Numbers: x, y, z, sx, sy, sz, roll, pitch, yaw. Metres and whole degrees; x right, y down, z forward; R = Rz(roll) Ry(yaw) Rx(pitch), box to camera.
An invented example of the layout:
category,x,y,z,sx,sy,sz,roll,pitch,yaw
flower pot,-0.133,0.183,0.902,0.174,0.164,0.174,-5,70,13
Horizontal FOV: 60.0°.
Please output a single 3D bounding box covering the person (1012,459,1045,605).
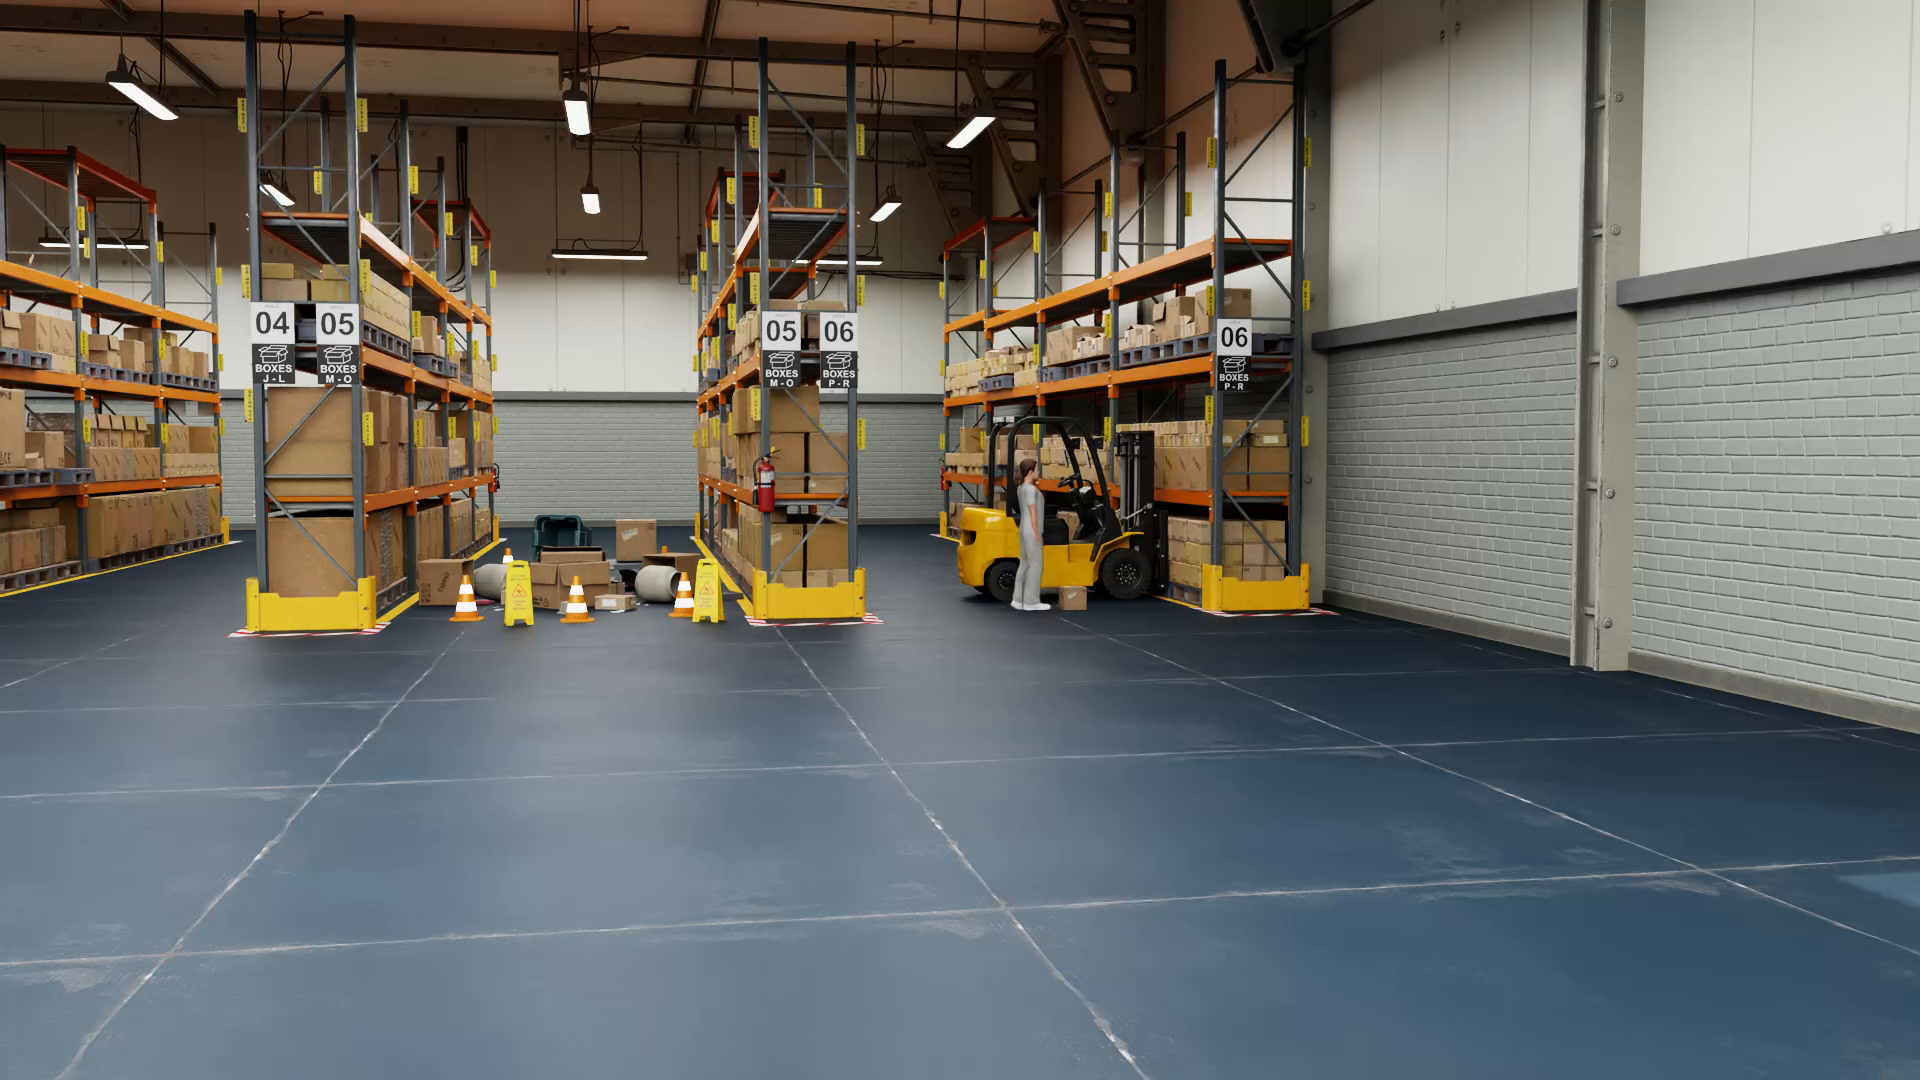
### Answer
category,x,y,z,sx,sy,sz,roll,pitch,yaw
person,0.768,-0.085,18.307,0.356,1.618,0.440,-1,3,-10
